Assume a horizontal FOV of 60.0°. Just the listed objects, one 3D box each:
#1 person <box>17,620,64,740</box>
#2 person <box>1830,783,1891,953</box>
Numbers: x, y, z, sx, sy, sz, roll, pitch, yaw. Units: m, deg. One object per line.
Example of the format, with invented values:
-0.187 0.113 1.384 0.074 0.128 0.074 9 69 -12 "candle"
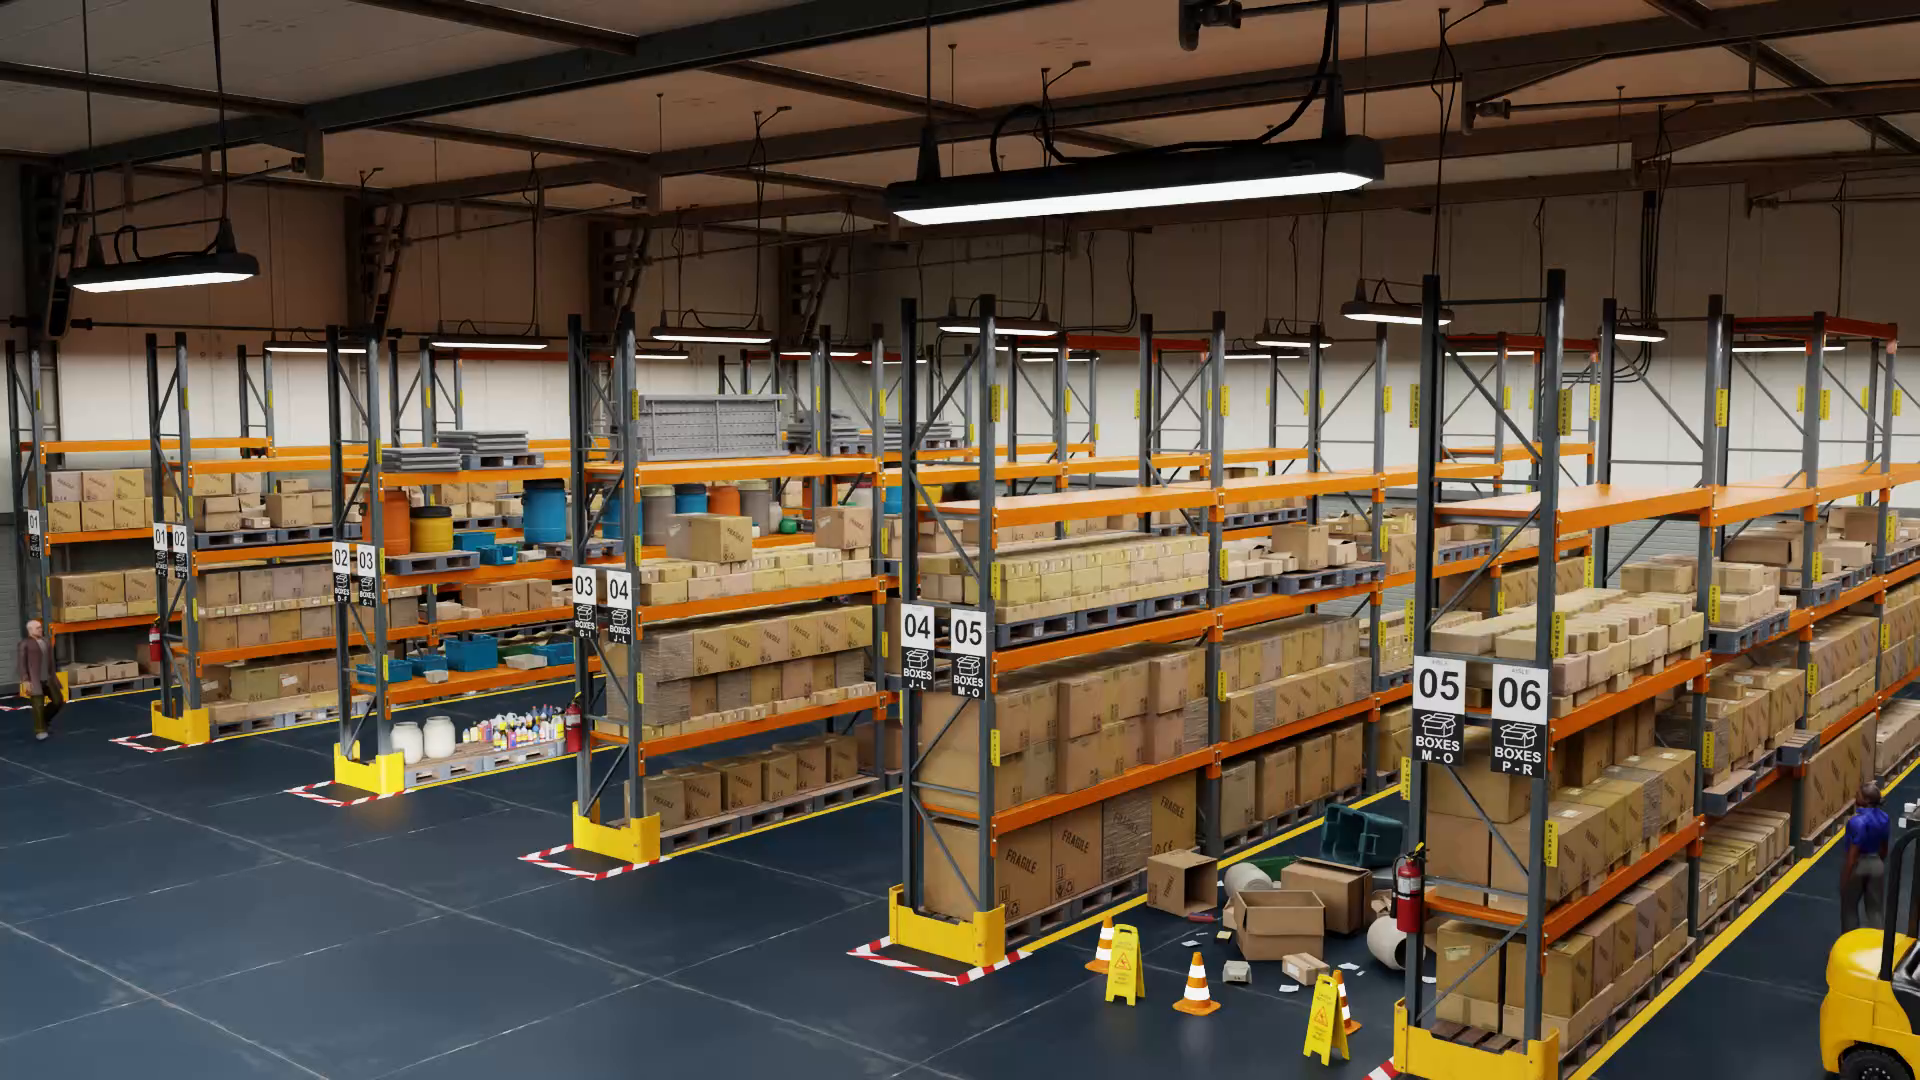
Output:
-13.629 2.055 24.572 0.573 1.760 0.581 4 7 38 "person"
8.145 3.040 14.990 0.477 1.581 0.438 0 5 0 "person"
